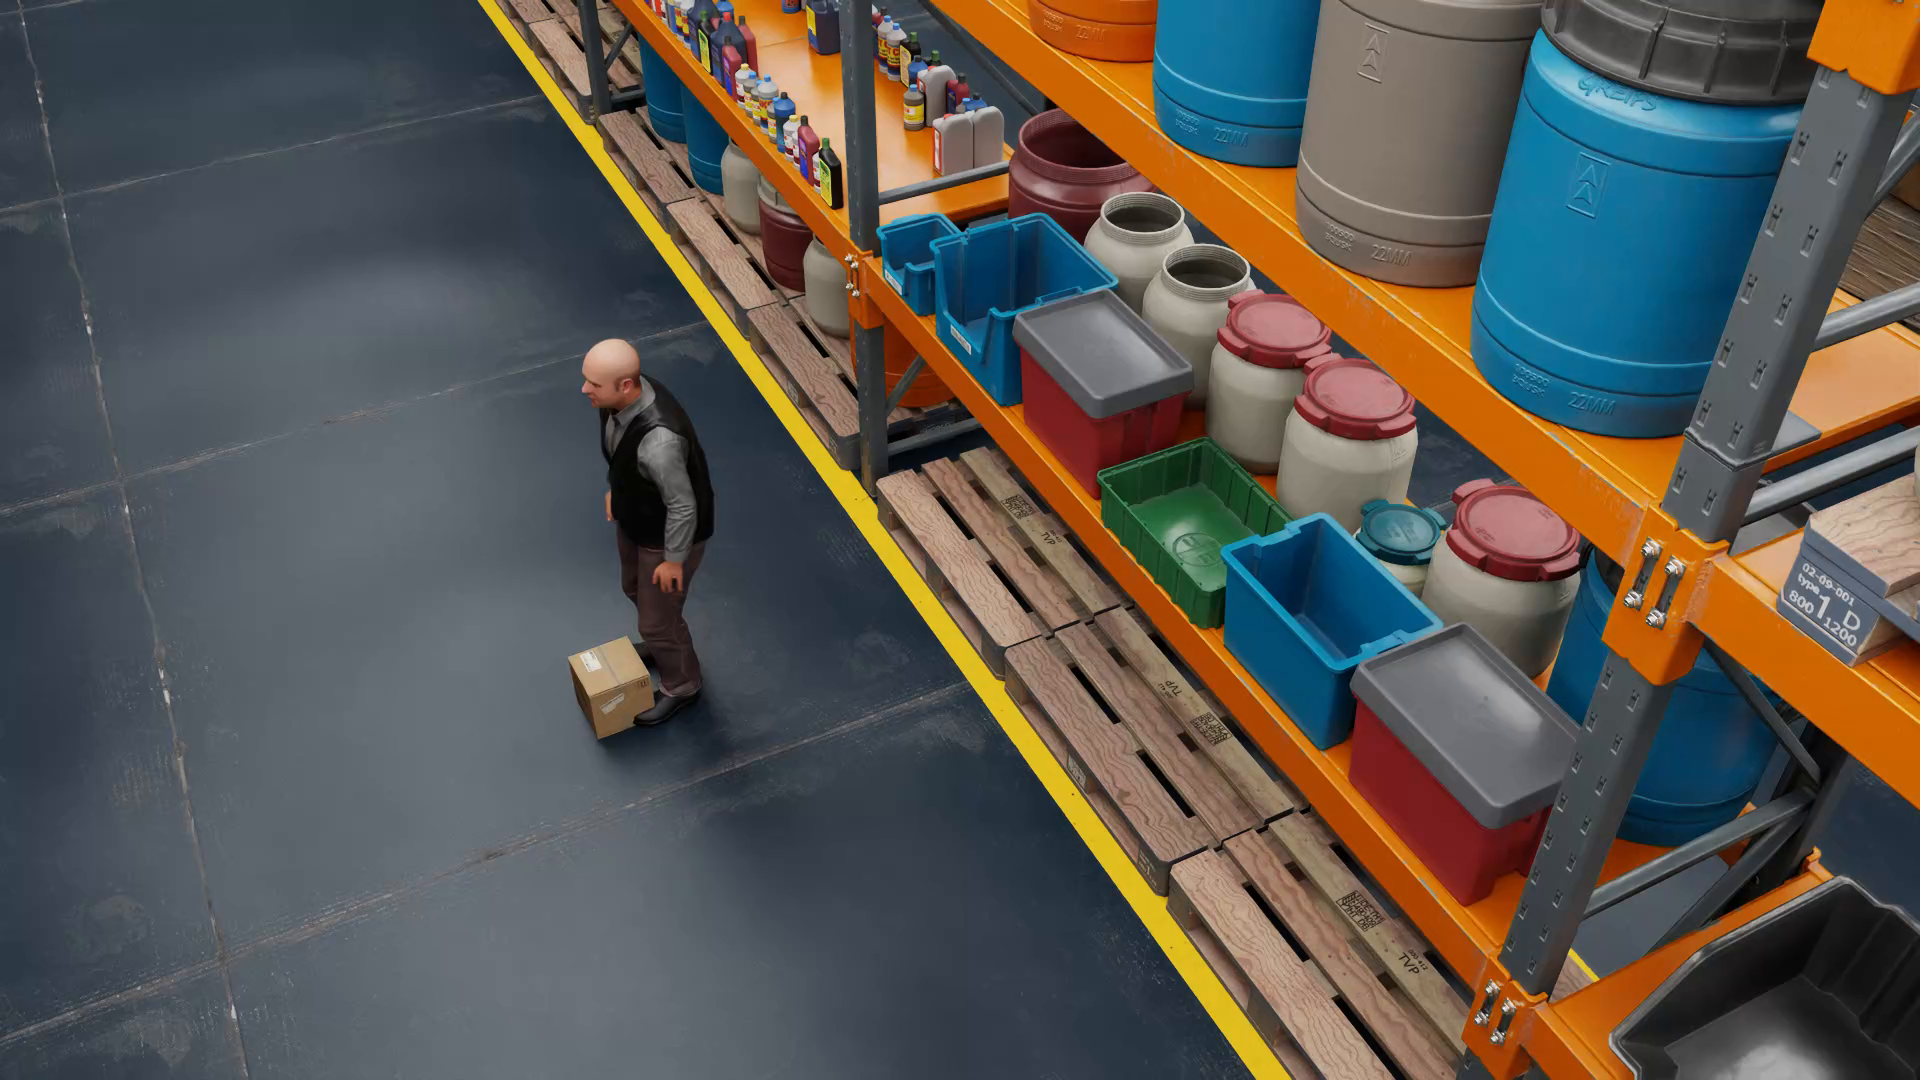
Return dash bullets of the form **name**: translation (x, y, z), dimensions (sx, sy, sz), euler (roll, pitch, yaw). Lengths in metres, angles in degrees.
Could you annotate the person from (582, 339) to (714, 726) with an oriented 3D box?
- **person**: translation (-1.160, -0.045, 6.239), dimensions (0.468, 1.722, 0.594), euler (-21, 45, -23)
